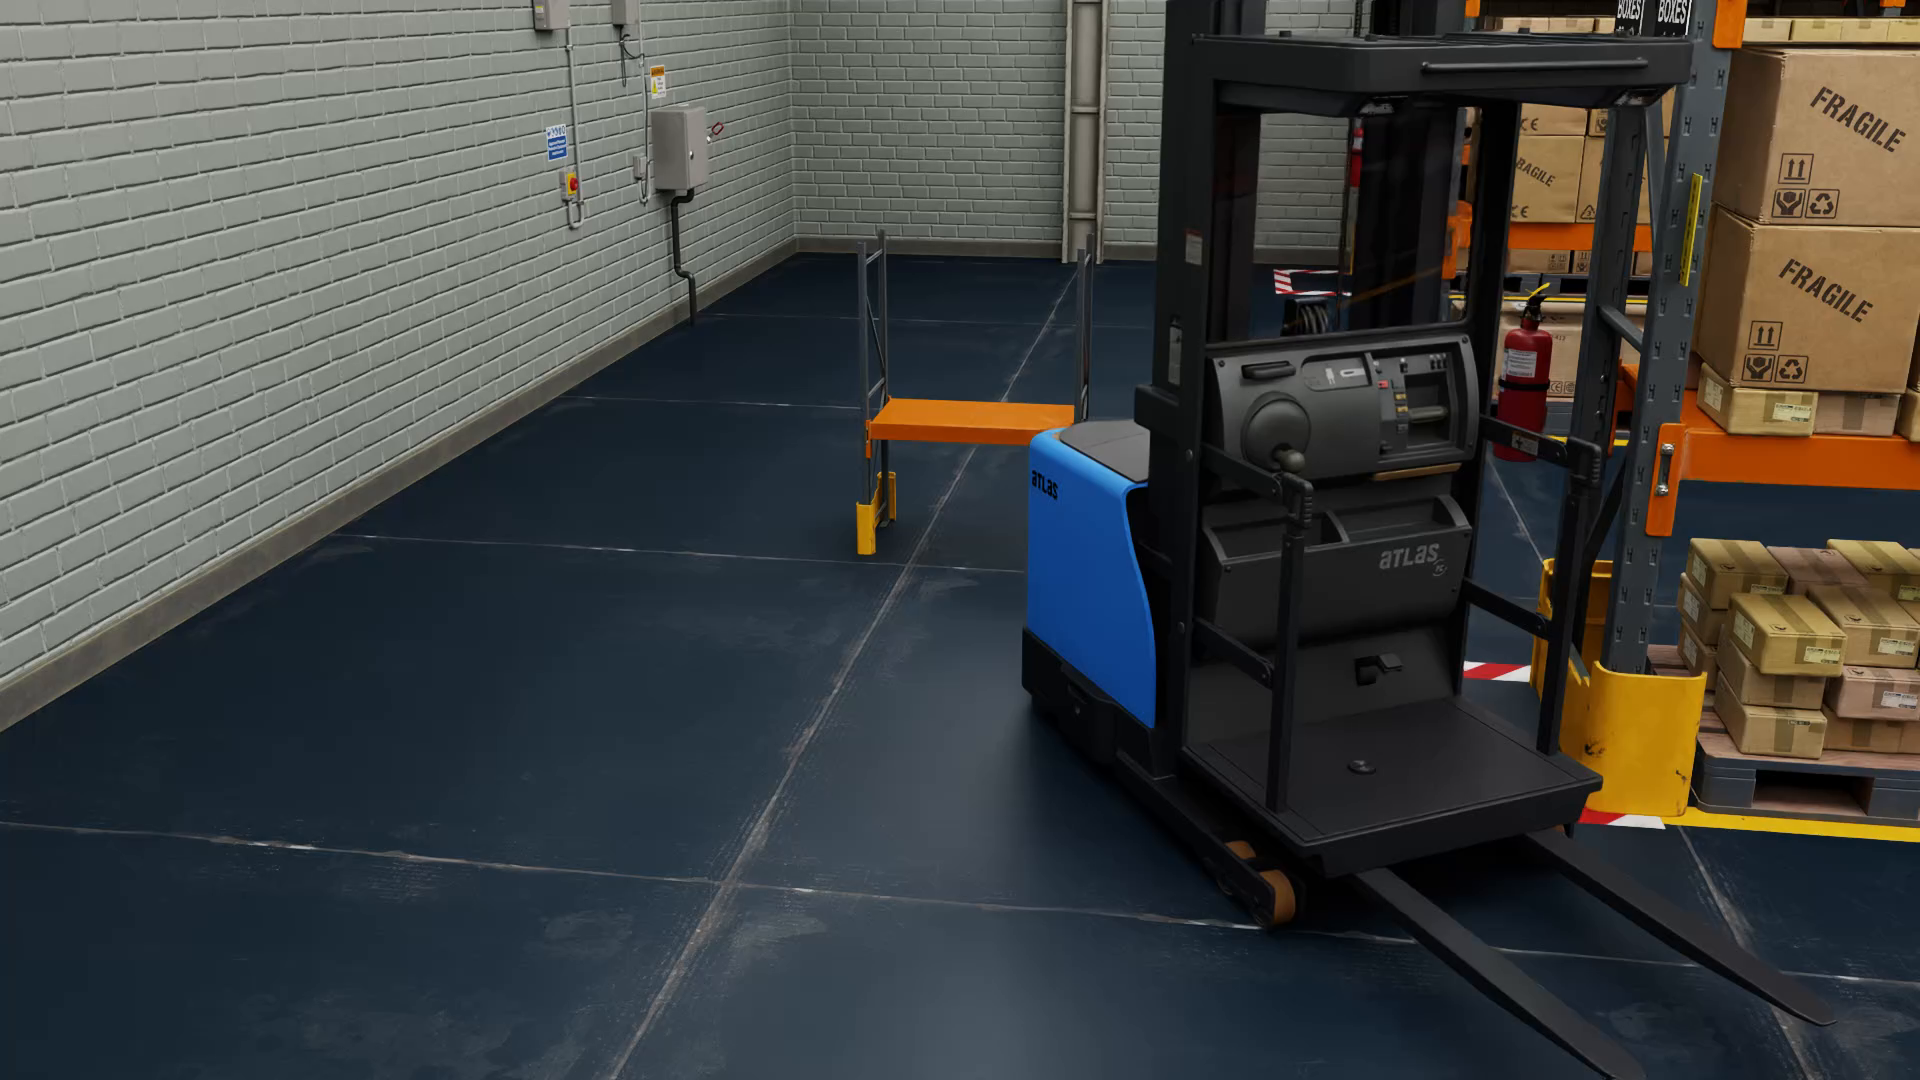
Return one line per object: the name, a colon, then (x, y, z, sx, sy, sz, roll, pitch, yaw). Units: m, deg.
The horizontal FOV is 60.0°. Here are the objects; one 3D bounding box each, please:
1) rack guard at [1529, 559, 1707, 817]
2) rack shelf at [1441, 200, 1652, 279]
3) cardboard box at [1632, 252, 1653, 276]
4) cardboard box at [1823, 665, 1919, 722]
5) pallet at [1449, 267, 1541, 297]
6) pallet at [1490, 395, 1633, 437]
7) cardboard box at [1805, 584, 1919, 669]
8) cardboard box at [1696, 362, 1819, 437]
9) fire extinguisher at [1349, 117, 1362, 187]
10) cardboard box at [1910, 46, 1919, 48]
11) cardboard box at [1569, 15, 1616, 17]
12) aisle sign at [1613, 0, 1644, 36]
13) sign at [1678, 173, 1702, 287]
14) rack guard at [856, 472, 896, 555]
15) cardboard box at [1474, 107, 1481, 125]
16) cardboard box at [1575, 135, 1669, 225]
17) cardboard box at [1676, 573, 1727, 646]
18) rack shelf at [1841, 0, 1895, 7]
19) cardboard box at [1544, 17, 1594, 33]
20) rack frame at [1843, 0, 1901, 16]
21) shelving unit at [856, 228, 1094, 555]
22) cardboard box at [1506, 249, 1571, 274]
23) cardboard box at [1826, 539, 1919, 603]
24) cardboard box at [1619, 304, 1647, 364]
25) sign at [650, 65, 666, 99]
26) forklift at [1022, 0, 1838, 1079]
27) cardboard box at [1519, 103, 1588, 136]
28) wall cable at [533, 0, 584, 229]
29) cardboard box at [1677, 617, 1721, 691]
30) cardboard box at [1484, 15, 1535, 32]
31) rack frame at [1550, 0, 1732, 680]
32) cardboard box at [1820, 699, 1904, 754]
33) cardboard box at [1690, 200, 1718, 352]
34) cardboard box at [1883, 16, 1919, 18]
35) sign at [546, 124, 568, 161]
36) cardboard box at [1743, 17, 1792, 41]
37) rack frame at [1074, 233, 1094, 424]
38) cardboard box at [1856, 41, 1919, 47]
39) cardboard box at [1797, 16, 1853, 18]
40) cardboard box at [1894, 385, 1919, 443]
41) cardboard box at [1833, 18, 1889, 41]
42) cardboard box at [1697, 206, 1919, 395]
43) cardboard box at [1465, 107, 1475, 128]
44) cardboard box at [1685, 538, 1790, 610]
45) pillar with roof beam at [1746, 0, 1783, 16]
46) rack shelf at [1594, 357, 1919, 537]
rack guard: (2.354, 0.498, 6.026, 0.348, 0.500, 1.175, 3, 19, 9)
rack shelf: (4.939, -1.805, 10.104, 4.000, 0.370, 1.077, 3, 19, 9)
cardboard box: (6.199, -2.648, 14.767, 0.500, 0.500, 0.700, 2, 19, 7)
cardboard box: (3.017, 0.459, 5.566, 0.250, 0.149, 0.380, 3, 19, 8)
pallet: (4.610, -2.436, 15.251, 1.213, 0.211, 1.003, 3, 19, 9)
pallet: (3.766, -0.909, 10.686, 1.213, 0.211, 1.003, 3, 19, 9)
cardboard box: (3.033, 0.289, 5.607, 0.250, 0.149, 0.380, 3, 19, 10)
cardboard box: (2.546, -0.453, 5.325, 0.250, 0.149, 0.380, 3, 19, 8)
fire extinguisher: (3.529, -3.451, 14.600, 0.183, 0.674, 0.296, 3, 19, 9)
cardboard box: (3.179, -1.224, 5.033, 0.500, 0.500, 0.500, 3, 19, 10)
cardboard box: (3.873, -3.129, 10.171, 0.250, 0.149, 0.380, 3, 19, 8)
aisle sign: (2.254, -2.021, 5.520, 0.004, 0.787, 0.394, 3, 19, 9)
sign: (2.193, -0.932, 4.996, 0.005, 0.325, 0.100, 3, 19, 9)
rack guard: (-0.416, -0.140, 8.327, 0.087, 0.250, 0.587, 3, 19, 9)
cardboard box: (3.478, -2.819, 10.267, 0.500, 0.500, 0.500, 4, 19, 10)
cardboard box: (3.896, -2.163, 9.884, 0.500, 0.500, 0.500, 3, 19, 8)
cardboard box: (2.845, 0.258, 6.167, 0.250, 0.149, 0.380, 2, 19, 7)
rack shelf: (5.722, -4.783, 14.276, 4.000, 0.370, 1.077, 3, 19, 9)
cardboard box: (3.541, -2.981, 9.728, 0.250, 0.149, 0.380, 3, 19, 10)
rack frame: (7.697, -3.601, 14.337, 0.127, 3.000, 1.000, 3, 19, 9)
shelving unit: (0.075, -0.707, 8.054, 1.083, 1.500, 0.587, 3, 19, 9)
cardboard box: (5.174, -2.700, 14.923, 0.500, 0.500, 0.700, 4, 19, 11)
cardboard box: (3.356, 0.131, 6.078, 0.250, 0.149, 0.380, 3, 19, 7)
cardboard box: (4.536, -1.186, 10.495, 0.875, 0.438, 0.875, 3, 19, 10)
sign: (-2.343, -3.559, 12.911, 0.001, 0.242, 0.339, 3, 19, 9)
forklift: (1.271, -0.403, 4.890, 1.130, 2.935, 3.031, -8, 20, -21)
cardboard box: (3.393, -2.655, 9.778, 0.500, 0.500, 0.500, 3, 19, 7)
wall cable: (-2.607, -3.020, 10.951, 0.123, 1.953, 0.585, 3, 19, 9)
cardboard box: (2.831, 0.423, 6.143, 0.250, 0.149, 0.380, 3, 19, 10)
cardboard box: (3.350, -3.121, 10.147, 0.250, 0.149, 0.380, 3, 19, 9)
rack frame: (2.279, -0.691, 5.641, 0.127, 3.000, 1.000, 3, 19, 9)
cardboard box: (3.016, 0.576, 5.685, 0.250, 0.149, 0.380, 3, 19, 8)
cardboard box: (2.763, -0.937, 5.751, 0.500, 0.500, 0.500, 3, 19, 10)
cardboard box: (5.635, -3.034, 9.887, 0.250, 0.149, 0.380, 2, 19, 7)
sign: (-2.675, -2.639, 11.038, 0.001, 0.218, 0.327, 3, 19, 9)
cardboard box: (4.549, -2.902, 9.492, 0.250, 0.149, 0.380, 3, 19, 9)
rack frame: (0.586, -0.681, 7.976, 0.032, 1.500, 0.500, 3, 19, 9)
cardboard box: (3.270, -1.383, 5.507, 0.500, 0.500, 0.500, 2, 19, 7)
cardboard box: (5.142, -3.054, 9.949, 0.250, 0.149, 0.380, 3, 19, 9)
cardboard box: (3.061, -0.423, 5.235, 0.250, 0.149, 0.380, 2, 19, 7)
cardboard box: (5.061, -2.882, 9.435, 0.250, 0.149, 0.380, 3, 19, 9)
cardboard box: (2.678, -0.770, 5.252, 0.500, 0.500, 0.500, 4, 19, 11)
cardboard box: (4.651, -3.740, 14.520, 0.500, 0.250, 0.500, 3, 19, 9)
cardboard box: (2.841, 0.127, 6.090, 0.250, 0.149, 0.380, 3, 19, 9)
pillar with roof beam: (6.470, -5.414, 10.303, 0.400, 9.000, 9.100, 3, 19, 9)
rack shelf: (4.253, -0.249, 5.454, 4.000, 0.370, 1.077, 3, 19, 9)
